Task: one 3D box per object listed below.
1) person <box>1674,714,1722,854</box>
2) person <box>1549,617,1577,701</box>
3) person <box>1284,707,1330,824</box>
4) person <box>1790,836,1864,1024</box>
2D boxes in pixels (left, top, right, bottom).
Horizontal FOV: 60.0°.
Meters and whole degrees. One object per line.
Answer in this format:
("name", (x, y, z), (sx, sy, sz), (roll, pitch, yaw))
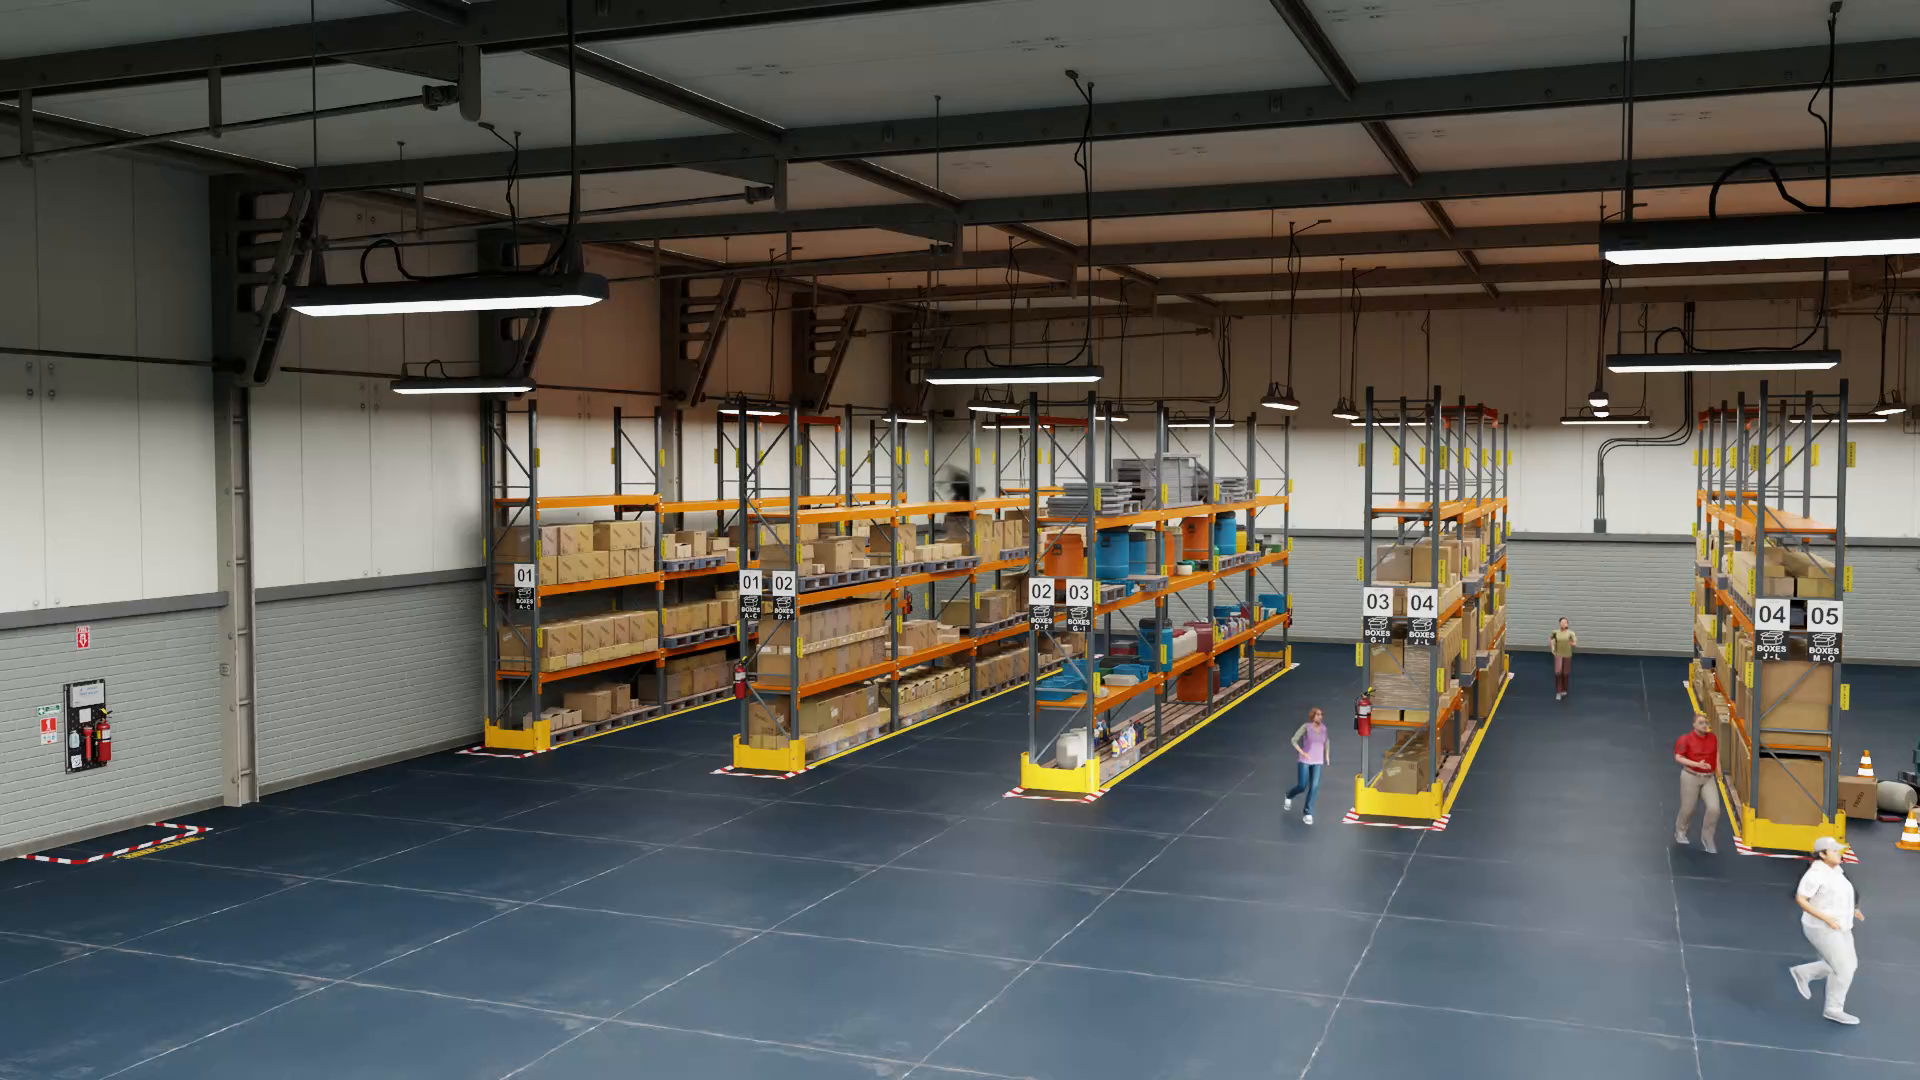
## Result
("person", (9.434, 3.119, 21.209), (0.687, 1.814, 0.769), (0, 3, -4))
("person", (12.539, 2.461, 34.583), (0.560, 1.718, 0.684), (1, 3, 18))
("person", (4.868, 3.081, 22.994), (0.601, 1.541, 0.802), (-1, 3, -11))
("person", (7.742, 3.456, 14.868), (0.611, 1.619, 0.623), (-2, 4, -38))
